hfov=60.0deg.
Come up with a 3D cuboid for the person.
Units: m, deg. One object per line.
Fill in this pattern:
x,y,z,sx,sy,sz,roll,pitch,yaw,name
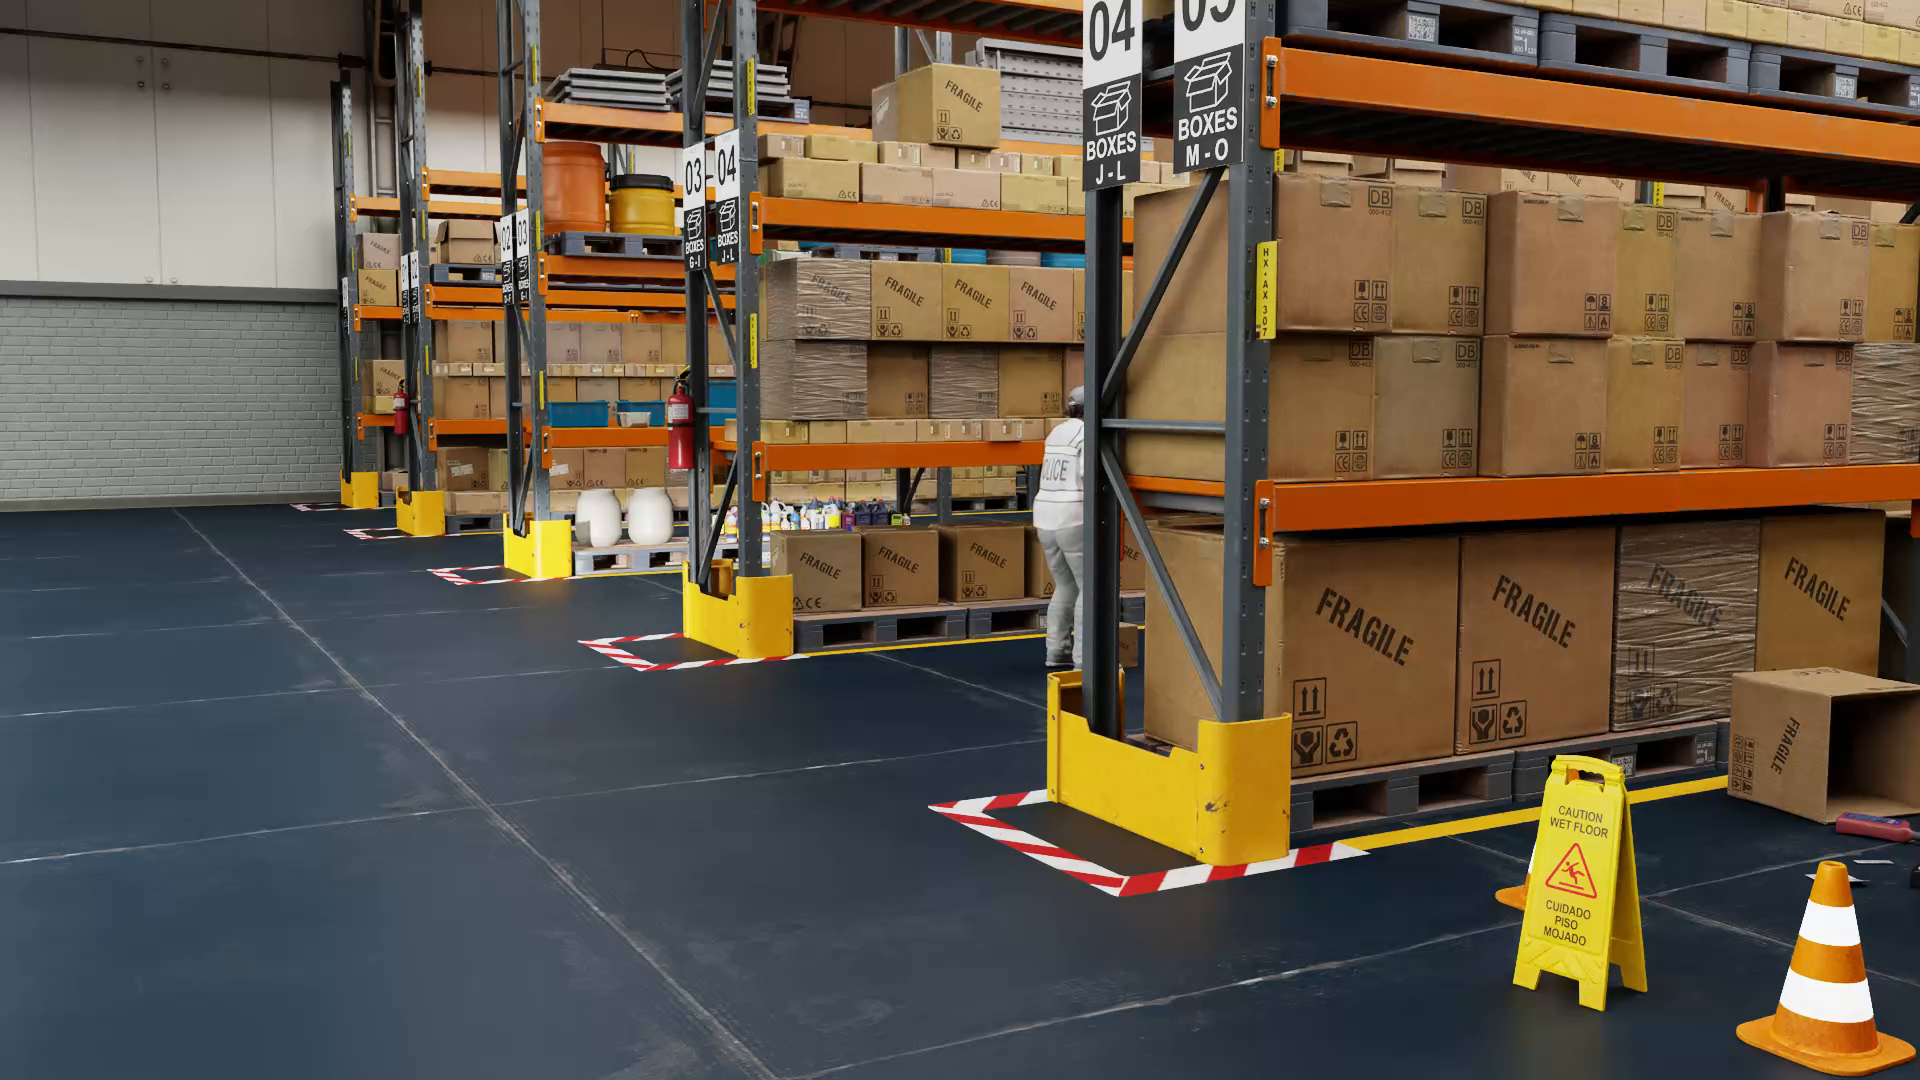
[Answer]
0.696,-0.069,9.733,0.470,1.666,0.554,-3,6,-30,person
